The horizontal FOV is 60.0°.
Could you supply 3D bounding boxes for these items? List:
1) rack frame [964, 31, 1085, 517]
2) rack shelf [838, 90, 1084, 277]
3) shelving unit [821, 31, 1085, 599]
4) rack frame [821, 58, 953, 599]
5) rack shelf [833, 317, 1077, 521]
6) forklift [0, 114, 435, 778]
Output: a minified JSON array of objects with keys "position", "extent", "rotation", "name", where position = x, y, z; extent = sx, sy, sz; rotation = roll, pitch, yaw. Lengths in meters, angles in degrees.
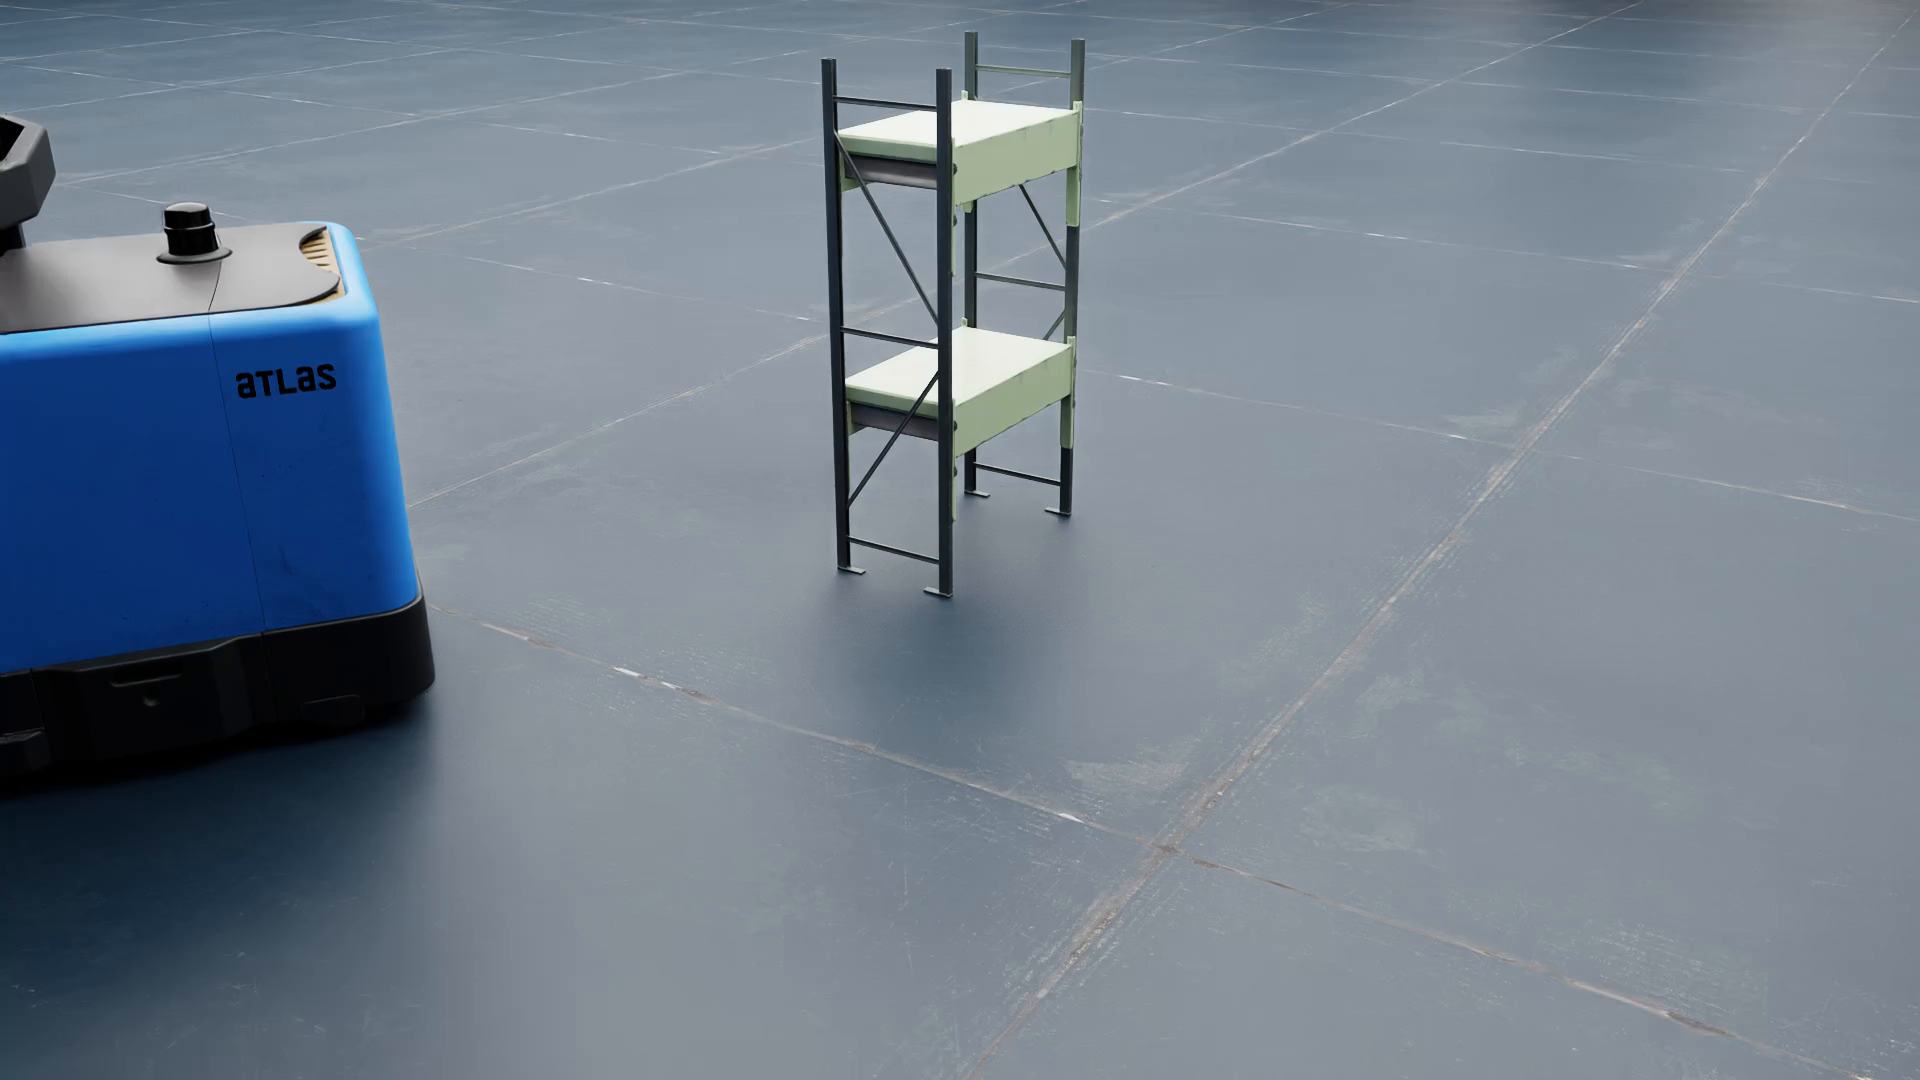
[{"position":[0.190,-0.810,5.232],"extent":[0.400,1.500,0.023],"rotation":[14,27,29],"name":"rack frame"},{"position":[-0.003,-1.044,4.792],"extent":[0.431,0.370,0.720],"rotation":[14,27,29],"name":"rack shelf"},{"position":[-0.004,-0.686,4.947],"extent":[0.431,1.500,0.755],"rotation":[14,27,29],"name":"shelving unit"},{"position":[-0.197,-0.562,4.661],"extent":[0.400,1.500,0.023],"rotation":[14,27,29],"name":"rack frame"},{"position":[-0.004,-0.387,5.076],"extent":[0.431,0.370,0.720],"rotation":[14,27,29],"name":"rack shelf"},{"position":[-2.907,-0.857,3.541],"extent":[3.031,2.935,1.130],"rotation":[-9,25,-20],"name":"forklift"}]
